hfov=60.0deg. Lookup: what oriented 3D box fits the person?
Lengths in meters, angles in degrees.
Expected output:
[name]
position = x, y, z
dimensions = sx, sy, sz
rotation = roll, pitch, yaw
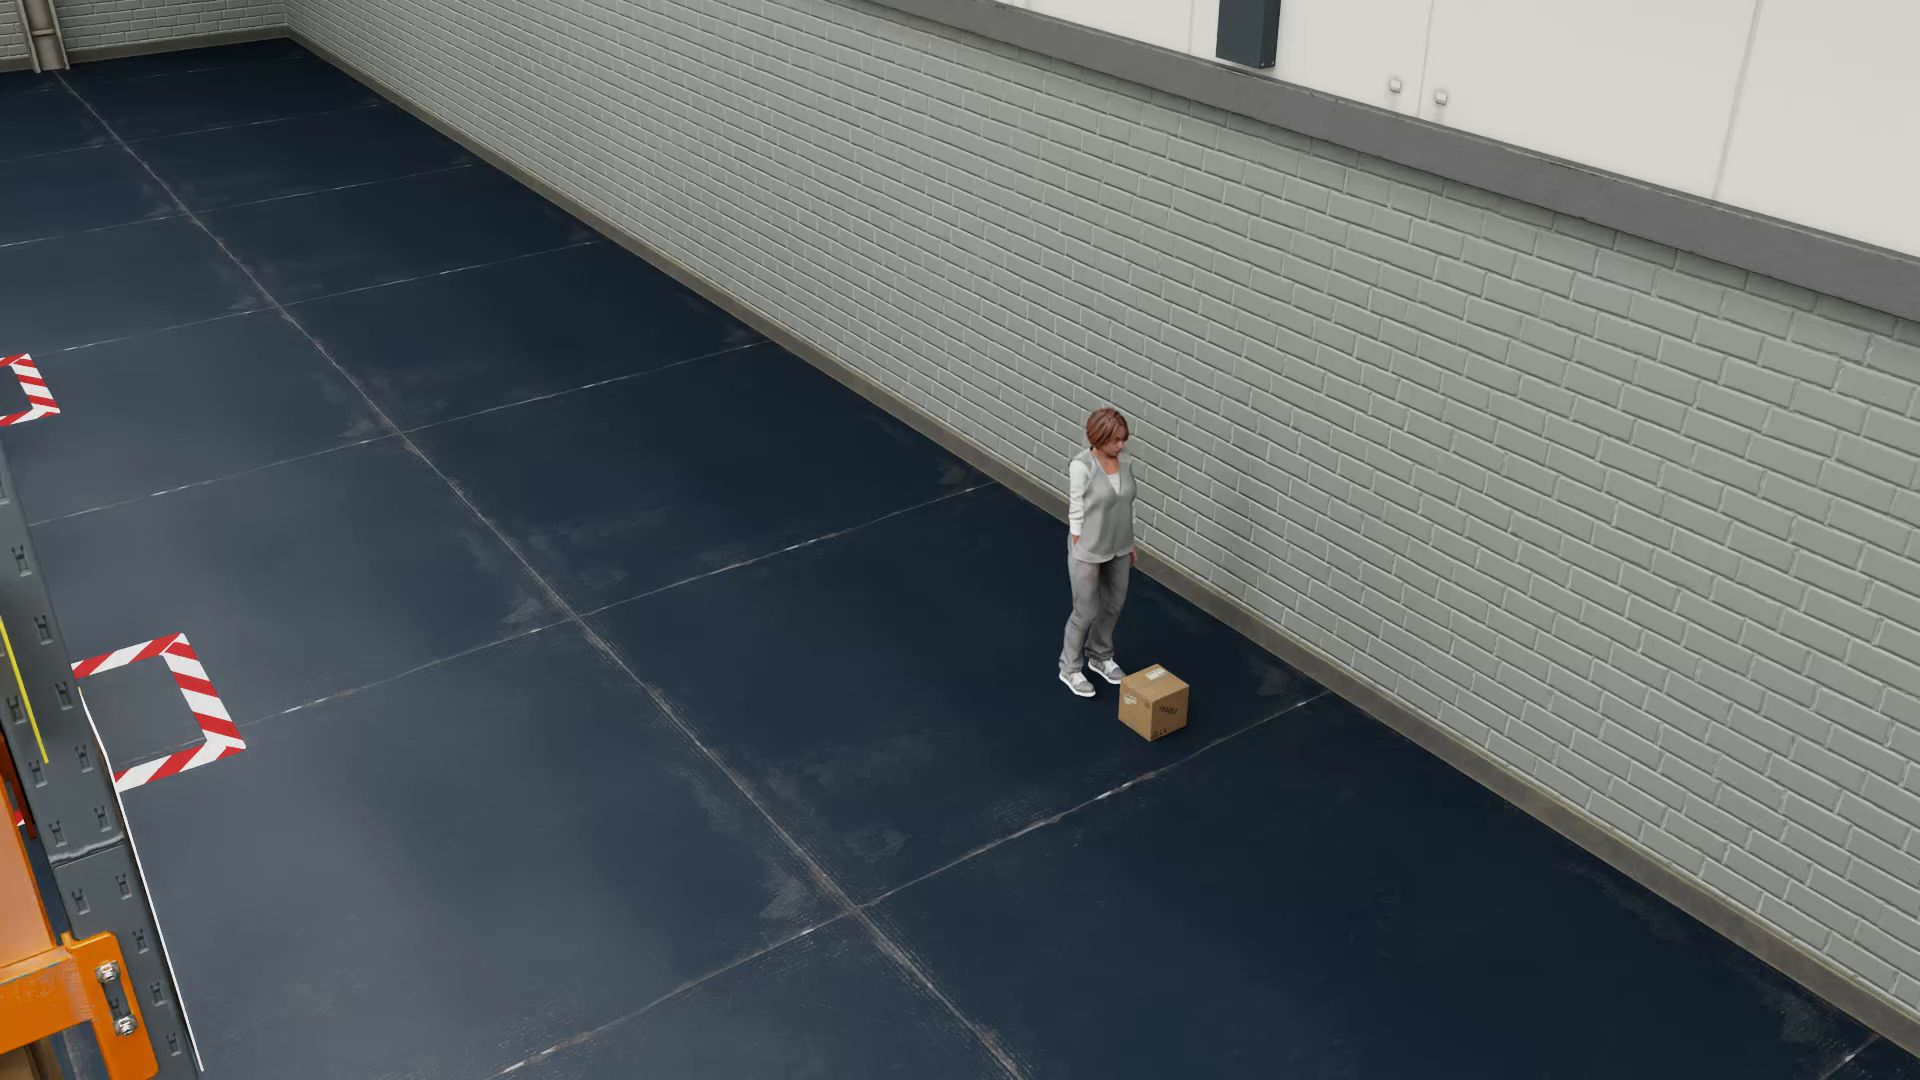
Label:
[person]
position = 0.730, 0.052, 8.549
dimensions = 0.406, 1.593, 0.305
rotation = -18, 34, -29
